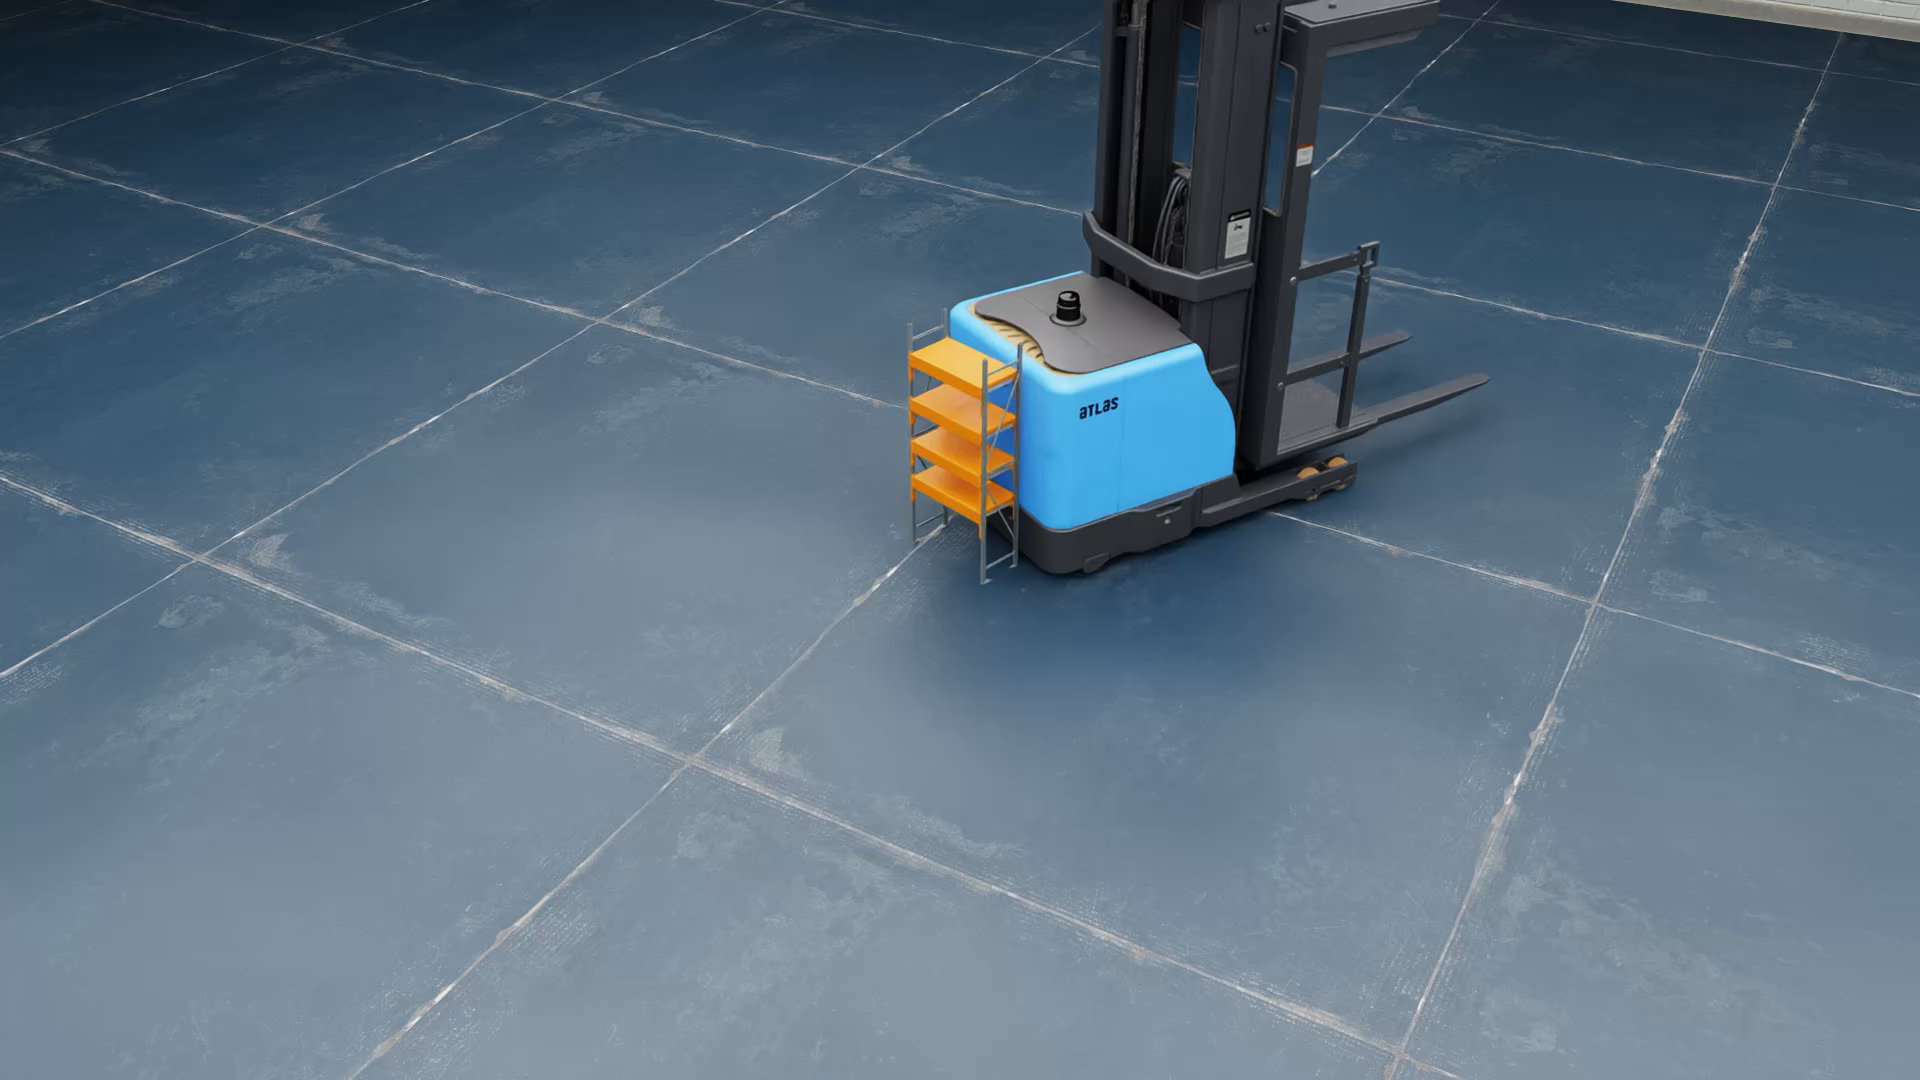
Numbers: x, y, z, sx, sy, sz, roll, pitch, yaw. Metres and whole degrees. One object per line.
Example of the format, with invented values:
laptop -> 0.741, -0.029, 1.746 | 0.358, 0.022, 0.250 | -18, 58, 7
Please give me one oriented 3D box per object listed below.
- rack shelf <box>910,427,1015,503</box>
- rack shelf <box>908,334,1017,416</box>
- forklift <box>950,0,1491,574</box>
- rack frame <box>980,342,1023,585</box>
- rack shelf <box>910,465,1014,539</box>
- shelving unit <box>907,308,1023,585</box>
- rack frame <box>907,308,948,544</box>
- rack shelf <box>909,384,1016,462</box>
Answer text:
rack shelf -> 0.019, -0.373, 7.849 | 0.258, 0.148, 0.480 | -28, 43, -35
rack shelf -> 0.019, -0.756, 7.594 | 0.258, 0.148, 0.480 | -28, 43, -35
forklift -> 1.466, -1.657, 8.094 | 3.031, 2.935, 1.130 | -18, 38, -25
rack frame -> 0.189, -0.332, 7.666 | 0.240, 1.200, 0.015 | -28, 43, -35
rack shelf -> 0.019, -0.208, 7.959 | 0.258, 0.148, 0.480 | -28, 43, -35
shelving unit -> 0.019, -0.429, 7.811 | 0.258, 1.200, 0.503 | -28, 43, -35
rack frame -> -0.151, -0.526, 7.957 | 0.240, 1.200, 0.015 | -28, 43, -35
rack shelf -> 0.019, -0.559, 7.725 | 0.258, 0.148, 0.480 | -28, 43, -35
